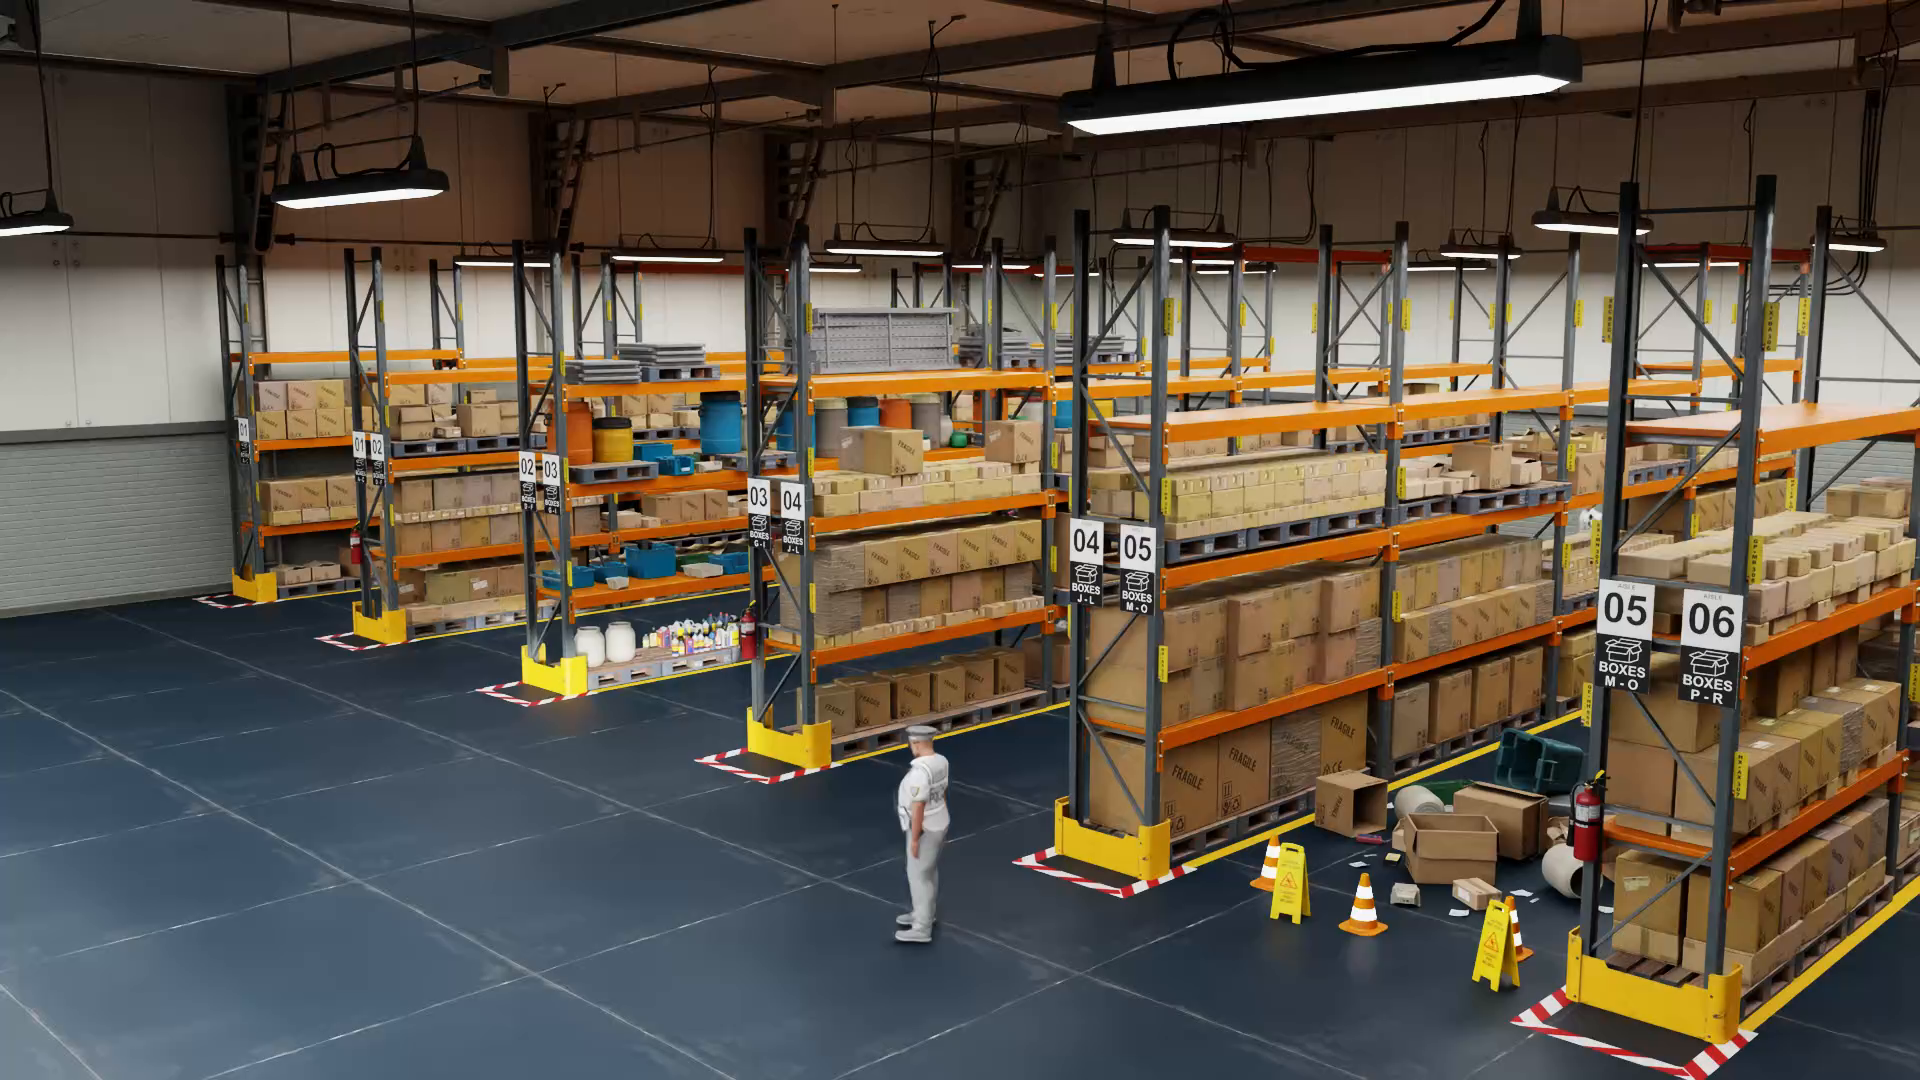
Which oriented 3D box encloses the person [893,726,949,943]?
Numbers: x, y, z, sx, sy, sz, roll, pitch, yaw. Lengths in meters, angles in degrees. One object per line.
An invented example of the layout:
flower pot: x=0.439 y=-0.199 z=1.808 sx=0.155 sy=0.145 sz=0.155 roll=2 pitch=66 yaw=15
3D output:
person: x=-0.333 y=2.379 z=13.653 sx=0.478 sy=1.745 sz=0.595 roll=2 pitch=8 yaw=13

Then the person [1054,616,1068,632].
person: x=1.552 y=0.464 z=24.854 sx=0.364 sy=1.795 sz=0.580 roll=3 pitch=9 yaw=21

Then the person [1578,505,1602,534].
person: x=11.668 y=-0.005 z=30.767 sx=0.459 sy=1.635 sz=0.932 roll=5 pitch=10 yaw=34
